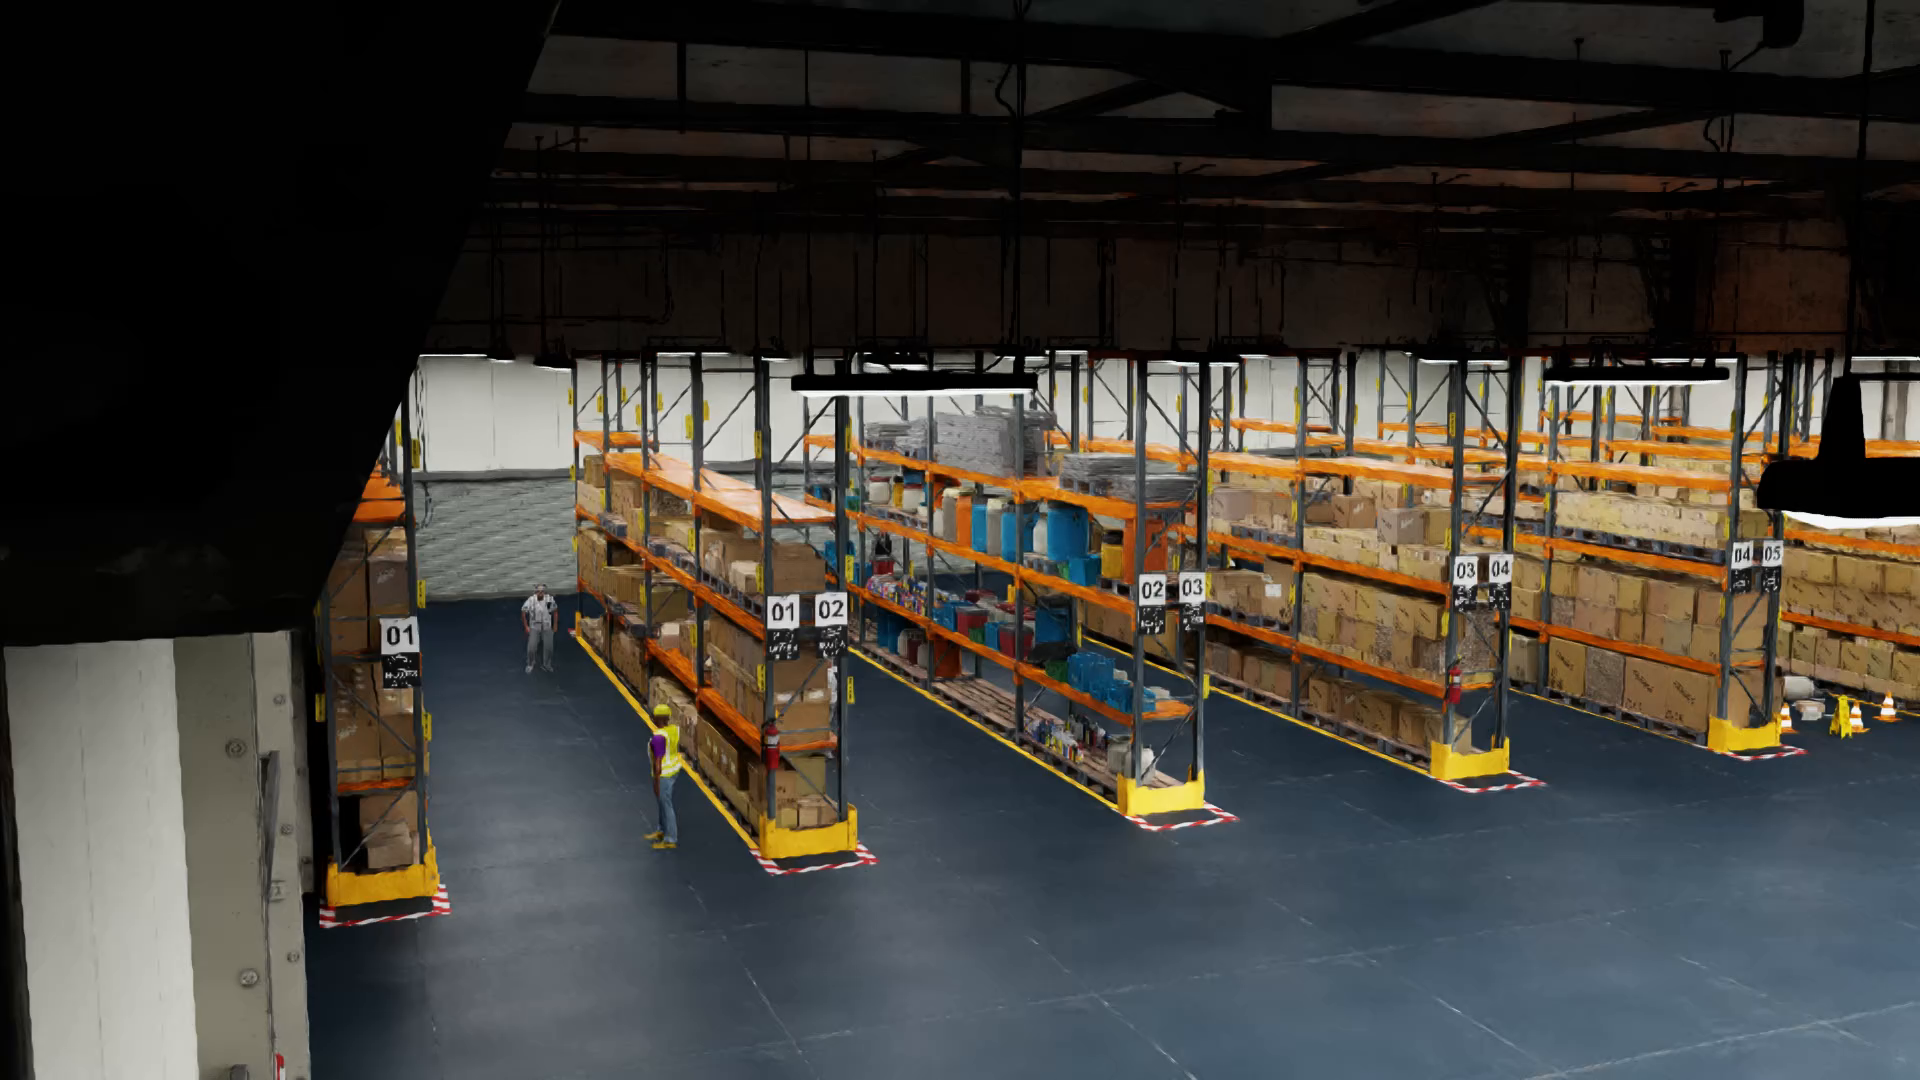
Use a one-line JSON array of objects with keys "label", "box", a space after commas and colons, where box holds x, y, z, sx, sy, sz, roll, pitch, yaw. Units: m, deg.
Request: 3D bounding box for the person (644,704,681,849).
[{"label": "person", "box": [-3.706, 2.893, 20.548, 0.497, 1.765, 0.625, 1, 7, 10]}]

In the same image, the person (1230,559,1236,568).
[{"label": "person", "box": [5.448, 1.242, 34.117, 0.702, 1.734, 0.549, -3, 8, -22]}]

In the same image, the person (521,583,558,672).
[{"label": "person", "box": [-7.856, 1.624, 31.106, 0.682, 1.715, 0.542, -3, 8, -22]}]

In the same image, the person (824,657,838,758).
[{"label": "person", "box": [-1.975, 2.418, 25.031, 0.488, 1.590, 1.089, -3, 8, -23]}]

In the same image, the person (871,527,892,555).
[{"label": "person", "box": [-1.911, 0.431, 40.824, 0.543, 1.648, 1.115, -2, 8, -19]}]
